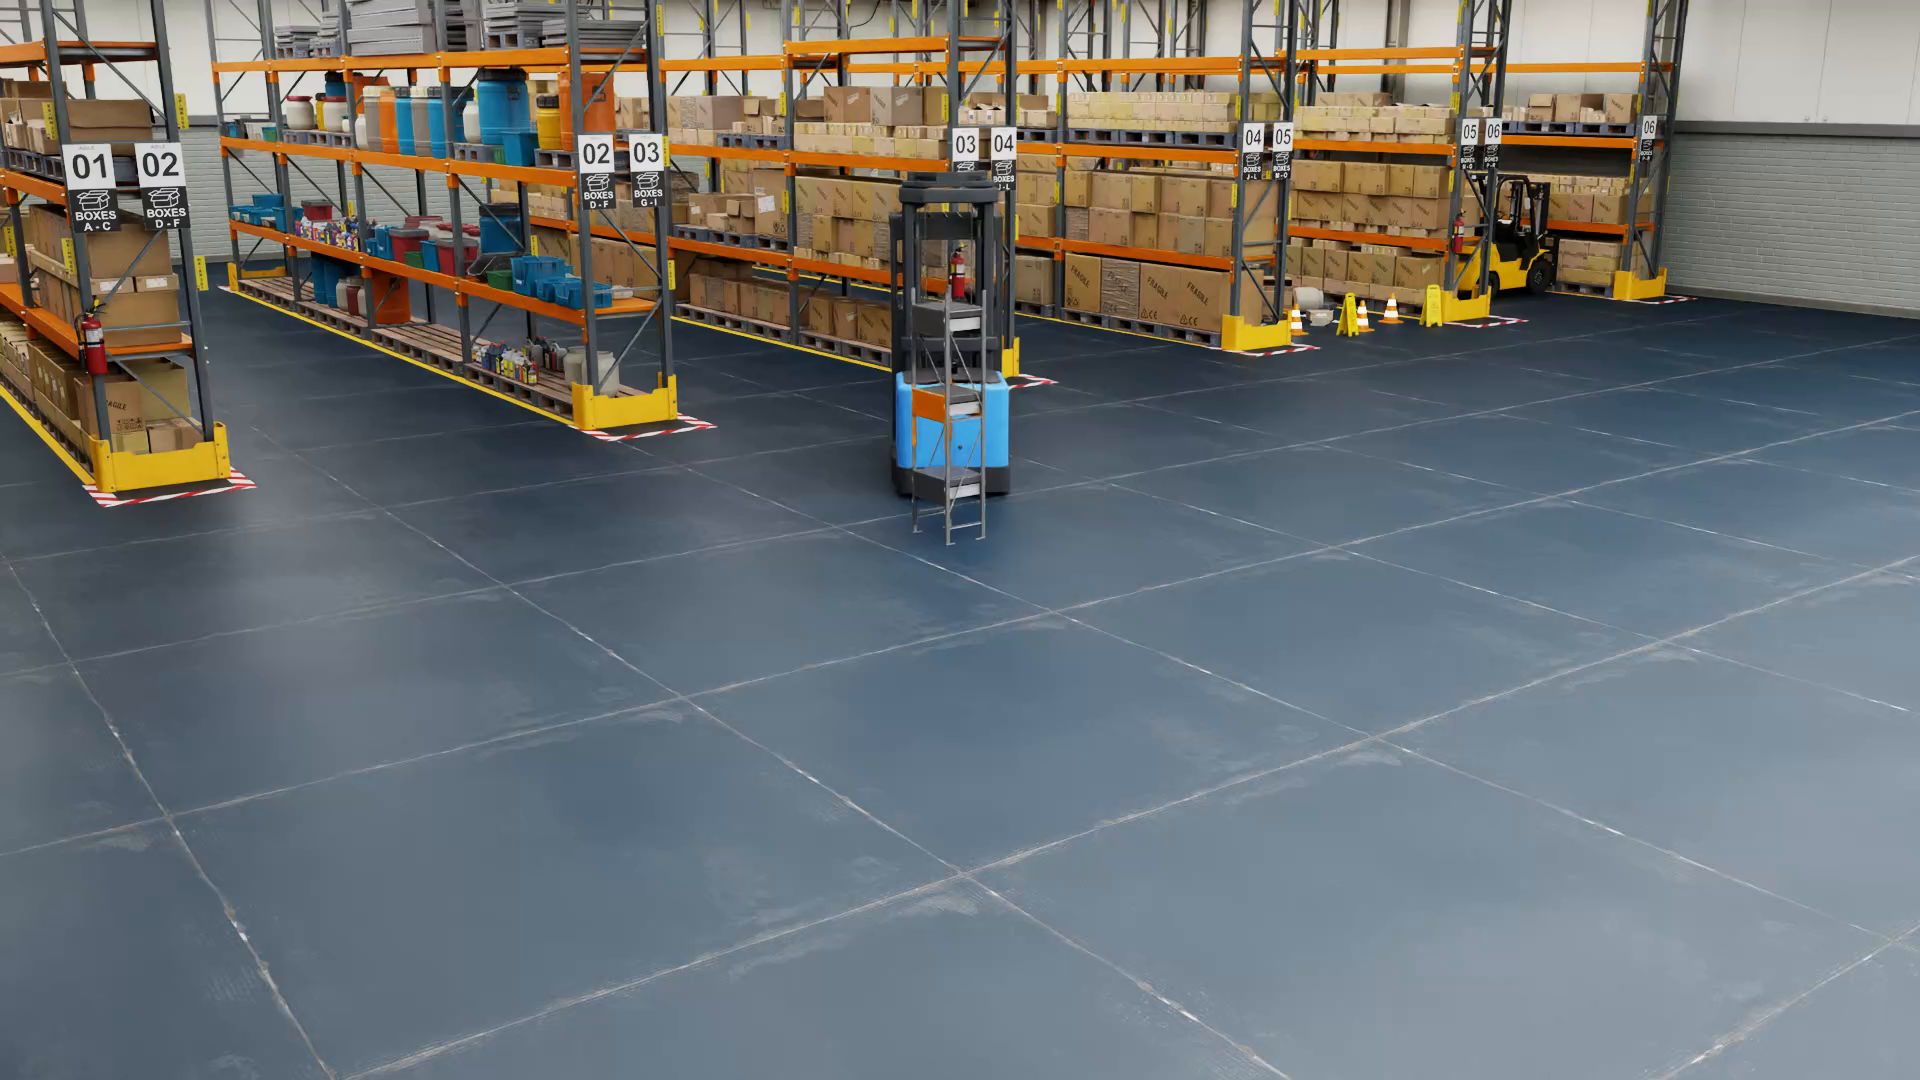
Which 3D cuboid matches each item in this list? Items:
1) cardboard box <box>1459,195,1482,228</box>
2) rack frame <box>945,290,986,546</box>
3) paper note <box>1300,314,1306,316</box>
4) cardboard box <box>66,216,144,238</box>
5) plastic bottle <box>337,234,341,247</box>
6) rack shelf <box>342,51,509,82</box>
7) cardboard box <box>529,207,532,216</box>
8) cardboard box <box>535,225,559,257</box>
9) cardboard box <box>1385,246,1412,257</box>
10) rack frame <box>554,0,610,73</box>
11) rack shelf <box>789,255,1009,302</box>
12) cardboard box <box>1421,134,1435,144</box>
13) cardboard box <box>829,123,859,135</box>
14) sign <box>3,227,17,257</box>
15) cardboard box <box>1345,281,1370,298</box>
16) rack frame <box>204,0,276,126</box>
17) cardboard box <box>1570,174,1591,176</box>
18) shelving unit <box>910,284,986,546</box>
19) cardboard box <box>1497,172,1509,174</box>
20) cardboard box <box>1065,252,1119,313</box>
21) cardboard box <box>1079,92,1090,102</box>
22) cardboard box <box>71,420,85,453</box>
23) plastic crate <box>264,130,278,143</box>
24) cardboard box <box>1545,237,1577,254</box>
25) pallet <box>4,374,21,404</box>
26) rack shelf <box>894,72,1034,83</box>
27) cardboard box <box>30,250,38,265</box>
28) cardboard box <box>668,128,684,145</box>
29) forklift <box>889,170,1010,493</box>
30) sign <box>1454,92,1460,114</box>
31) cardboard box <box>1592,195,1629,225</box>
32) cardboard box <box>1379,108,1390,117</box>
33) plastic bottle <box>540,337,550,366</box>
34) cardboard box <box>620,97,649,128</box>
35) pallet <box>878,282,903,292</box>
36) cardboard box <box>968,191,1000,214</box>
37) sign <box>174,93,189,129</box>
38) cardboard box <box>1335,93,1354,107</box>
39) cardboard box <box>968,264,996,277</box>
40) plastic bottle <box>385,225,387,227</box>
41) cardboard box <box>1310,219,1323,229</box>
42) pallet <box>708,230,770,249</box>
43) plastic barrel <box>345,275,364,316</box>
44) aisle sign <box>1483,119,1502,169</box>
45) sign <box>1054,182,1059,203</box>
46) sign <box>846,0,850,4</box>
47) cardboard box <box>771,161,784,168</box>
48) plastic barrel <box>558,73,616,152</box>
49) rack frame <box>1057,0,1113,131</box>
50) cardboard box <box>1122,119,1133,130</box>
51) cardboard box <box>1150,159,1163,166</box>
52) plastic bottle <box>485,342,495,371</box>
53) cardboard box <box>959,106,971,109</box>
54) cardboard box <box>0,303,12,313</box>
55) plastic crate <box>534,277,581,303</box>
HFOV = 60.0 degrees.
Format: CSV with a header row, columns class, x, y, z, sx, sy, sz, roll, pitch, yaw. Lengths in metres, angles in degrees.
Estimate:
class,x,y,z,sx,sy,sz,roll,pitch,yaw
cardboard box,8.240,-5.429,27.478,0.500,0.500,0.500,-11,19,-35
rack frame,0.046,-0.996,13.738,0.400,2.100,0.015,-11,19,-35
paper note,5.750,-3.753,27.753,0.148,0.019,0.142,-4,16,-15
cardboard box,-8.346,-2.917,16.404,0.700,0.500,0.500,-11,19,-36
plastic bottle,-9.547,-4.620,25.652,0.097,0.201,0.097,0,15,0
rack shelf,-7.256,-6.421,22.611,1.077,0.370,4.000,-11,19,-35
cardboard box,-8.127,-6.340,32.032,0.380,0.149,0.250,-10,18,-34
cardboard box,-7.630,-5.641,32.233,0.875,0.875,0.875,-11,19,-35
cardboard box,7.342,-4.843,27.852,0.380,0.149,0.250,-10,18,-33
rack frame,-6.778,-9.011,29.954,1.000,3.000,0.127,-11,19,-35
rack shelf,-0.898,-3.635,23.039,1.077,0.370,4.000,-11,19,-35
cardboard box,7.685,-6.500,26.936,0.380,0.149,0.250,-11,19,-34
cardboard box,-1.599,-5.706,23.087,0.380,0.149,0.250,-10,18,-33
sign,-10.523,-3.306,18.431,0.100,0.325,0.005,-11,19,-35
cardboard box,6.991,-4.323,28.603,0.500,0.250,0.500,-12,19,-37
rack frame,-13.136,-9.097,30.266,1.000,3.000,0.127,-11,19,-35
cardboard box,11.605,-6.768,31.141,0.380,0.149,0.250,-11,19,-36
shelving unit,-0.097,-1.048,13.928,0.431,2.100,0.503,-11,19,-35
cardboard box,10.355,-6.943,31.781,0.380,0.149,0.250,-10,18,-33
cardboard box,2.311,-4.190,26.933,0.875,0.875,0.875,-11,19,-34
cardboard box,2.088,-6.934,26.026,0.380,0.149,0.250,-11,19,-35
cardboard box,-8.595,-1.068,16.710,0.500,0.250,0.500,-11,19,-35
plastic crate,-11.278,-6.737,27.728,0.450,0.188,0.662,-11,19,-35
cardboard box,11.174,-5.487,30.962,0.500,0.250,0.500,-11,19,-34
pallet,-11.276,-1.939,20.762,1.003,0.211,1.213,-11,19,-35
rack shelf,0.062,-10.437,37.282,1.077,0.370,4.000,-11,19,-35
cardboard box,-10.088,-3.146,18.471,0.380,0.149,0.250,-11,19,-35
cardboard box,-4.355,-6.498,26.738,0.500,0.250,0.500,-10,18,-34
forklift,-0.145,-2.180,16.488,1.130,2.935,3.031,-1,15,-3
sign,7.833,-6.885,26.191,0.100,0.325,0.005,-11,19,-35
cardboard box,11.805,-5.977,30.043,0.500,0.500,0.500,-11,19,-36
cardboard box,7.193,-7.118,27.685,0.380,0.149,0.250,-12,19,-36
plastic bottle,-5.356,-2.441,21.498,0.144,0.351,0.185,-12,19,-37
cardboard box,-5.422,-7.251,28.219,0.500,0.500,0.500,-10,18,-32
pallet,-0.813,-4.834,31.337,1.003,0.211,1.213,-11,19,-35
cardboard box,0.175,-4.389,21.783,0.500,0.500,0.500,-11,19,-35
sign,-7.285,-4.010,15.557,0.100,0.325,0.005,-11,19,-35
cardboard box,8.209,-9.034,34.545,0.700,0.500,0.500,-11,19,-36
cardboard box,0.303,-3.532,21.774,0.380,0.149,0.250,-11,19,-35
plastic bottle,-9.068,-4.835,26.280,0.061,0.283,0.133,-11,19,-35
cardboard box,6.356,-5.553,29.159,0.380,0.149,0.250,-10,18,-33
pallet,-3.229,-4.755,26.129,1.003,0.211,1.213,-11,19,-35
plastic barrel,-9.398,-3.877,26.332,0.600,0.588,0.708,-11,19,-35
aisle sign,8.581,-6.382,26.788,0.394,0.787,0.004,-11,19,-35
sign,1.564,-5.592,26.780,0.100,0.325,0.005,-11,19,-35
sign,-1.624,-7.872,23.872,0.100,0.325,0.005,-11,19,-35
cardboard box,-3.510,-7.708,33.909,0.500,0.500,0.500,-12,19,-36
plastic barrel,-4.117,-4.727,18.373,0.600,0.830,0.708,-11,19,-35
rack frame,1.997,-8.051,26.446,1.000,3.000,0.127,-11,19,-35
cardboard box,2.687,-6.332,25.337,0.380,0.149,0.250,-11,19,-34
cardboard box,4.591,-9.219,40.378,0.500,0.500,0.500,-11,19,-36
plastic bottle,-5.941,-2.338,21.122,0.144,0.351,0.185,-10,18,-33
cardboard box,-0.107,-7.478,29.217,0.500,0.311,0.500,-11,19,-34
cardboard box,-13.218,-3.269,22.821,0.500,0.250,0.500,-10,18,-32
plastic crate,-4.642,-2.915,19.325,0.499,0.251,0.408,-11,19,-35
